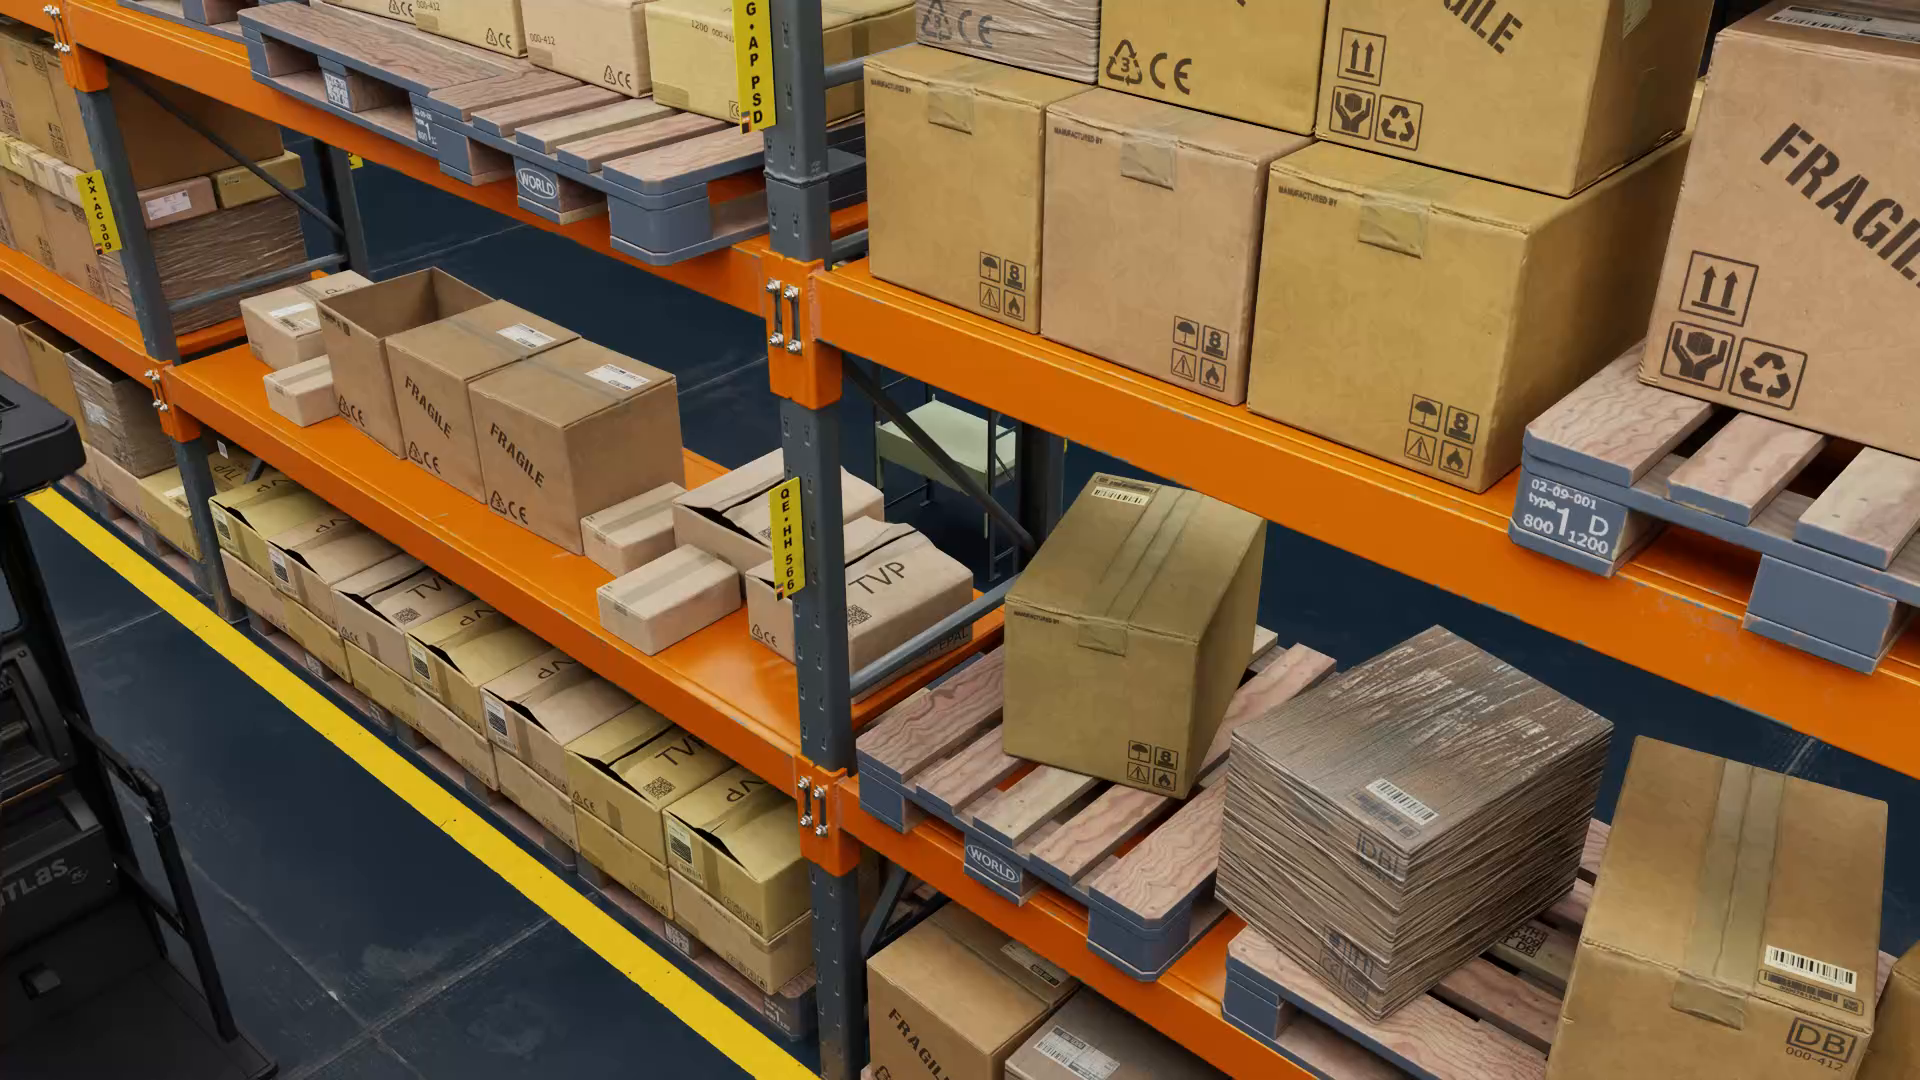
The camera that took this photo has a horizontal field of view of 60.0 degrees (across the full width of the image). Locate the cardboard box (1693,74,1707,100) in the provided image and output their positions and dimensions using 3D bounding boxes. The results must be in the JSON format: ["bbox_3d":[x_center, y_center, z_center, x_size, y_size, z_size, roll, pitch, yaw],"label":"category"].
[{"bbox_3d":[3.438,-1.847,7.278,0.500,0.250,0.500,26,40,36],"label":"cardboard box"}]

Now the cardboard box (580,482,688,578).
[{"bbox_3d":[-1.051,-0.030,5.634,0.380,0.149,0.250,-26,40,-36],"label":"cardboard box"}]

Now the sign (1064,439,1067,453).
[{"bbox_3d":[0.289,-0.390,4.944,0.005,0.325,0.100,25,39,35],"label":"sign"}]

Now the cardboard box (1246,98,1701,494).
[{"bbox_3d":[1.042,-0.551,3.251,0.500,0.500,0.910,25,39,35],"label":"cardboard box"}]

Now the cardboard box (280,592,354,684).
[{"bbox_3d":[-2.523,0.308,7.089,0.500,0.250,0.500,26,40,36],"label":"cardboard box"}]

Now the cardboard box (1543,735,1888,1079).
[{"bbox_3d":[1.547,0.856,3.415,0.500,0.500,0.700,15,34,23],"label":"cardboard box"}]

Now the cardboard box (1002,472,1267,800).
[{"bbox_3d":[0.475,0.235,4.448,0.500,0.500,0.700,12,33,19],"label":"cardboard box"}]

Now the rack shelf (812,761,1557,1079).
[{"bbox_3d":[1.415,1.283,3.908,4.000,0.370,1.077,25,39,35],"label":"rack shelf"}]

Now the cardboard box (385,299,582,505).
[{"bbox_3d":[-1.713,-0.517,6.103,0.500,0.500,0.500,25,39,35],"label":"cardboard box"}]

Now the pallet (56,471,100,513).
[{"bbox_3d":[-4.504,-0.621,9.076,1.213,0.211,1.003,25,39,35],"label":"pallet"}]

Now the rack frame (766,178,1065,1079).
[{"bbox_3d":[-0.068,0.283,4.872,0.127,3.000,1.000,25,39,35],"label":"rack frame"}]

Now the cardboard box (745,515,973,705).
[{"bbox_3d":[-0.308,0.178,5.132,0.500,0.311,0.500,-27,40,-37],"label":"cardboard box"}]

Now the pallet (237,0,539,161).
[{"bbox_3d":[-1.462,-1.508,5.122,1.213,0.211,1.003,27,40,37],"label":"pallet"}]

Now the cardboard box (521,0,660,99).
[{"bbox_3d":[-0.843,-1.428,4.544,0.500,0.250,0.500,26,40,36],"label":"cardboard box"}]

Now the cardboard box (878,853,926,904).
[{"bbox_3d":[-0.259,0.987,5.961,0.500,0.250,0.500,25,39,35],"label":"cardboard box"}]

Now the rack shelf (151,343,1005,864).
[{"bbox_3d":[-1.551,-0.101,6.207,4.000,0.370,1.077,25,39,35],"label":"rack shelf"}]

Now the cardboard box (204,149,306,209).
[{"bbox_3d":[-3.103,-1.590,7.256,0.250,0.149,0.380,25,39,35],"label":"cardboard box"}]

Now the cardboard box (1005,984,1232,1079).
[{"bbox_3d":[0.470,1.611,4.663,0.500,0.500,0.500,23,38,33],"label":"cardboard box"}]

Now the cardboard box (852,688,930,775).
[{"bbox_3d":[-0.259,0.747,5.816,0.500,0.311,0.500,27,40,37],"label":"cardboard box"}]

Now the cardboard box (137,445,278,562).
[{"bbox_3d":[-3.524,-0.181,7.900,0.500,0.250,0.500,25,39,35],"label":"cardboard box"}]

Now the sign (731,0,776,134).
[{"bbox_3d":[-0.446,-1.048,3.597,0.005,0.325,0.100,25,39,35],"label":"sign"}]

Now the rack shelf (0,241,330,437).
[{"bbox_3d":[-4.516,-1.486,8.507,4.000,0.370,1.077,25,39,35],"label":"rack shelf"}]

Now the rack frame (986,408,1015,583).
[{"bbox_3d":[0.266,-0.518,7.657,0.023,1.500,0.400,25,39,35],"label":"rack frame"}]

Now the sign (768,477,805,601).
[{"bbox_3d":[-0.438,0.000,4.219,0.005,0.325,0.100,25,39,35],"label":"sign"}]

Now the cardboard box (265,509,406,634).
[{"bbox_3d":[-2.527,0.070,6.941,0.500,0.311,0.500,25,39,35],"label":"cardboard box"}]

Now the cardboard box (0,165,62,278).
[{"bbox_3d":[-4.132,-1.651,7.987,0.500,0.500,0.700,26,39,36],"label":"cardboard box"}]

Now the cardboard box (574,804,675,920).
[{"bbox_3d":[-1.006,1.015,5.915,0.500,0.250,0.500,25,39,35],"label":"cardboard box"}]

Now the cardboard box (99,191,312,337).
[{"bbox_3d":[-3.367,-1.296,7.397,0.500,0.500,0.700,24,38,34],"label":"cardboard box"}]

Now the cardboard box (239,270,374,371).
[{"bbox_3d":[-2.639,-0.884,6.955,0.500,0.250,0.500,-27,40,-37],"label":"cardboard box"}]

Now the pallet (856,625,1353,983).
[{"bbox_3d":[0.482,0.573,4.577,1.003,0.211,1.213,25,39,35],"label":"pallet"}]

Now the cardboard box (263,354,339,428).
[{"bbox_3d":[-2.514,-0.609,6.597,0.250,0.149,0.380,25,39,35],"label":"cardboard box"}]

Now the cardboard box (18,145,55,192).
[{"bbox_3d":[-3.952,-1.701,7.442,0.250,0.149,0.380,25,39,35],"label":"cardboard box"}]

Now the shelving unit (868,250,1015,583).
[{"bbox_3d":[-0.005,-0.645,7.867,0.755,1.500,0.431,25,39,35],"label":"shelving unit"}]

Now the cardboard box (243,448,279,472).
[{"bbox_3d":[-3.174,-0.380,8.232,0.500,0.250,0.500,25,39,35],"label":"cardboard box"}]

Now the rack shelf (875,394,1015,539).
[{"bbox_3d":[-0.005,-0.366,8.035,0.720,0.370,0.431,25,39,35],"label":"rack shelf"}]

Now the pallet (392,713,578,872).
[{"bbox_3d":[-1.552,0.755,6.791,1.213,0.211,1.003,25,39,35],"label":"pallet"}]

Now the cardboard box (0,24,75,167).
[{"bbox_3d":[-3.742,-2.026,7.352,0.500,0.500,0.700,25,39,35],"label":"cardboard box"}]

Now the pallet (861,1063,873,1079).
[{"bbox_3d":[0.460,1.750,5.138,1.213,0.211,1.003,25,39,35],"label":"pallet"}]

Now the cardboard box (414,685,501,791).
[{"bbox_3d":[-1.760,0.663,6.500,0.500,0.250,0.500,26,40,36],"label":"cardboard box"}]

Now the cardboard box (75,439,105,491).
[{"bbox_3d":[-4.269,-0.525,8.472,0.500,0.250,0.500,25,39,35],"label":"cardboard box"}]

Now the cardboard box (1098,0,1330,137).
[{"bbox_3d":[0.629,-1.144,3.267,0.500,0.500,0.500,25,39,35],"label":"cardboard box"}]

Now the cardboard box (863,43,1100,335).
[{"bbox_3d":[0.278,-0.907,3.843,0.500,0.500,0.910,25,39,35],"label":"cardboard box"}]

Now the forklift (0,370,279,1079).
[{"bbox_3d":[-2.747,0.661,4.311,3.031,2.935,1.130,24,39,34],"label":"forklift"}]

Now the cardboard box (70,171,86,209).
[{"bbox_3d":[-3.561,-1.521,7.142,0.250,0.149,0.380,24,39,34],"label":"cardboard box"}]

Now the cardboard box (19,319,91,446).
[{"bbox_3d":[-4.260,-0.851,8.287,0.500,0.500,0.500,25,39,35],"label":"cardboard box"}]

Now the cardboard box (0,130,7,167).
[{"bbox_3d":[-4.319,-1.875,7.730,0.250,0.149,0.380,26,40,36],"label":"cardboard box"}]

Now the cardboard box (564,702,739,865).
[{"bbox_3d":[-1.011,0.776,5.768,0.500,0.311,0.500,24,39,34],"label":"cardboard box"}]

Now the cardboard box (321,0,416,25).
[{"bbox_3d":[-1.657,-1.817,5.190,0.500,0.250,0.500,21,37,31],"label":"cardboard box"}]

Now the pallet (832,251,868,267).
[{"bbox_3d":[-0.234,-2.022,11.403,1.213,0.211,1.003,25,39,35],"label":"pallet"}]

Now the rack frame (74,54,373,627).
[{"bbox_3d":[-3.034,-1.102,7.172,0.127,3.000,1.000,25,39,35],"label":"rack frame"}]

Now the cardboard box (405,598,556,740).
[{"bbox_3d":[-1.754,0.426,6.349,0.500,0.311,0.500,26,40,36],"label":"cardboard box"}]
